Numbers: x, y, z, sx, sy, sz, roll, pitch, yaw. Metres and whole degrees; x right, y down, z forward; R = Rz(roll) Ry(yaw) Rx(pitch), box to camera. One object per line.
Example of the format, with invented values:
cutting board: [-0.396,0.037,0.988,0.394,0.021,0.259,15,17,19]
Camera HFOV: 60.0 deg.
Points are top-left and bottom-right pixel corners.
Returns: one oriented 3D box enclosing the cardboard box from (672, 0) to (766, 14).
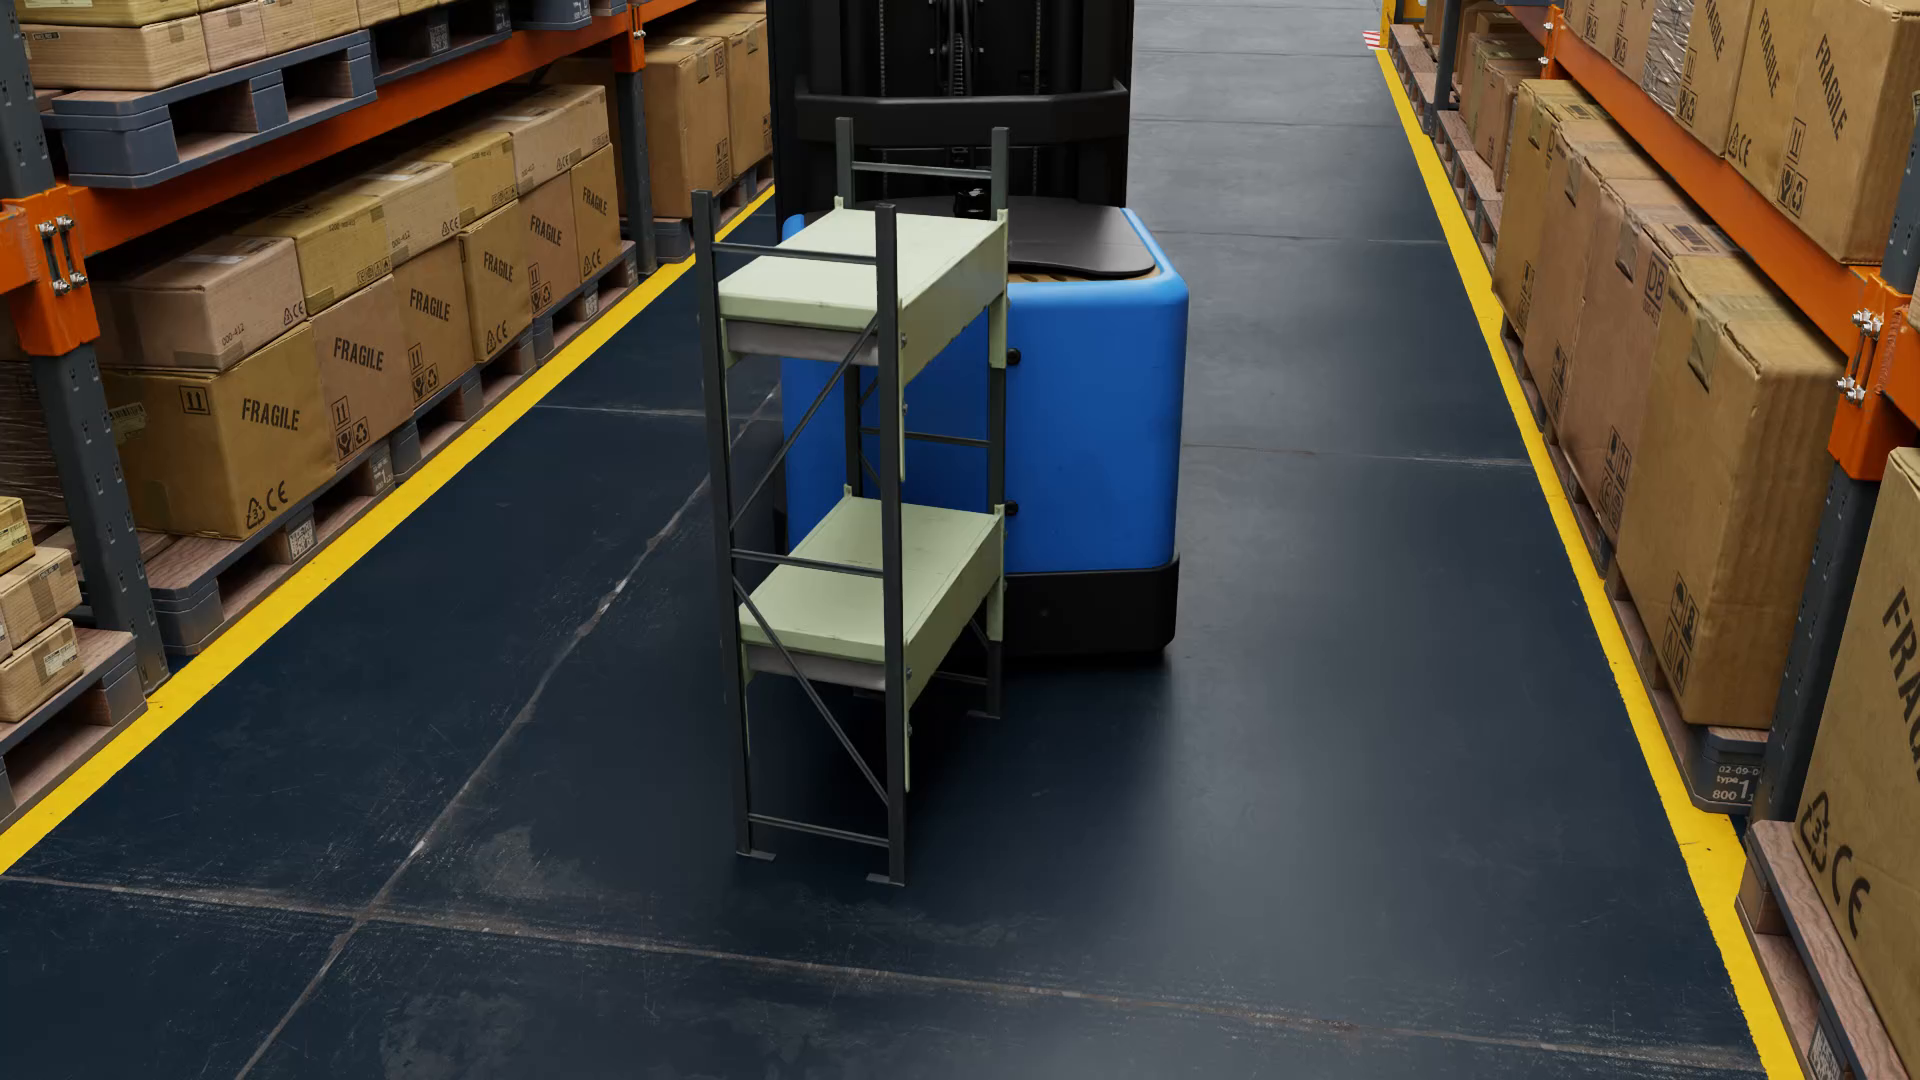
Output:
cardboard box: [-1.483,-2.844,9.947,1.050,0.750,0.750,4,25,9]

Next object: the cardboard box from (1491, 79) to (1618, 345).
cardboard box: [2.781,-1.224,6.337,1.225,0.875,0.875,3,25,6]

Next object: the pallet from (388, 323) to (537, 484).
pallet: [-2.293,-0.571,6.220,1.003,0.211,1.213,4,25,9]

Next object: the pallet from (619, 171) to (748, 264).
pallet: [-1.759,-1.731,8.698,1.003,0.211,1.213,4,25,9]

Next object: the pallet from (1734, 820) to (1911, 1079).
pallet: [2.059,0.965,2.939,1.003,0.211,1.213,4,25,9]

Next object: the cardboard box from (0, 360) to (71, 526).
cardboard box: [-2.744,-0.381,4.979,0.500,0.500,0.500,4,25,8]

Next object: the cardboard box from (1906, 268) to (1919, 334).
cardboard box: [1.884,-0.396,2.854,0.380,0.149,0.250,4,25,9]

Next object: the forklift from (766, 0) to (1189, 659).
forklift: [-0.049,-1.591,5.191,1.130,2.935,3.031,-2,25,-4]

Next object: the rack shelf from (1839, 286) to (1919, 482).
rack shelf: [1.934,0.552,1.381,1.077,0.370,4.000,4,25,9]

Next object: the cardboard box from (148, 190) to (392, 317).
cardboard box: [-2.150,-0.907,5.219,0.500,0.250,0.500,5,25,10]

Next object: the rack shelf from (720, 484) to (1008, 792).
rack shelf: [-0.197,0.199,3.825,0.431,0.370,0.720,8,26,16]

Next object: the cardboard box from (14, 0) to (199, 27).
cardboard box: [-2.098,-1.340,4.025,0.380,0.149,0.250,4,25,9]

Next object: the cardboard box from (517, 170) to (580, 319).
cardboard box: [-1.901,-1.217,6.765,0.500,0.500,0.500,5,26,11]

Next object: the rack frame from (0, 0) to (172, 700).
rack frame: [-2.616,-0.996,3.840,1.000,3.000,0.127,4,25,9]

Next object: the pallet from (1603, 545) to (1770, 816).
pallet: [2.312,0.325,4.307,1.003,0.211,1.213,4,25,9]

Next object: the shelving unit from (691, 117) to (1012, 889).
shelving unit: [-0.197,-0.096,3.687,0.431,1.500,0.755,8,26,16]

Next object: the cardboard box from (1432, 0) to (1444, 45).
cardboard box: [4.039,-4.175,13.084,0.500,0.500,0.500,11,27,22]

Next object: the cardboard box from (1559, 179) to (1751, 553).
cardboard box: [2.491,-0.481,4.750,1.225,0.875,0.875,3,25,7]

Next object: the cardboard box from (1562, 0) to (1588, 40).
cardboard box: [2.566,-2.144,6.174,0.500,0.500,0.500,5,26,10]

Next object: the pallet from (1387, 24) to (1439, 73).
pallet: [4.042,-3.997,13.540,1.003,0.211,1.213,4,25,9]

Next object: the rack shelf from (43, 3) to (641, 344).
rack shelf: [-2.289,-1.507,5.779,1.077,0.370,4.000,4,25,9]

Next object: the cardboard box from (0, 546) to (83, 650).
cardboard box: [-2.354,0.124,3.964,0.380,0.149,0.250,5,25,10]

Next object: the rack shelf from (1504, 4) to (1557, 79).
rack shelf: [3.241,-2.794,8.529,1.077,0.370,4.000,4,25,9]

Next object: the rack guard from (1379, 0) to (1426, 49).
rack guard: [4.209,-4.465,14.200,1.175,0.500,0.348,4,25,9]

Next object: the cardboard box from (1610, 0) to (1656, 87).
cardboard box: [2.404,-1.714,5.255,0.500,0.500,0.500,4,25,8]

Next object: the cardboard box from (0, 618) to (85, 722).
cardboard box: [-2.344,0.292,3.954,0.380,0.149,0.250,4,25,9]

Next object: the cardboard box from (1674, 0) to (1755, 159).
cardboard box: [2.234,-1.296,4.362,0.500,0.500,0.500,4,25,8]

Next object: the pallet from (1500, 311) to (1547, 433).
pallet: [2.711,-0.696,6.487,1.003,0.211,1.213,4,25,9]

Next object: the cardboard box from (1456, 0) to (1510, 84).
cardboard box: [3.759,-3.419,11.469,0.500,0.500,0.500,13,28,25]

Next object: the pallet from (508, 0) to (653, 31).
pallet: [-1.974,-2.277,6.802,1.213,0.211,1.003,4,25,9]

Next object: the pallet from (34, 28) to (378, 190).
pallet: [-2.348,-1.219,4.542,1.003,0.211,1.213,4,25,9]

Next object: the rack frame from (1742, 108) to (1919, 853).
rack frame: [2.261,-0.610,3.015,1.000,3.000,0.127,4,25,9]

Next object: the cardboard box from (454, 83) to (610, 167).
cardboard box: [-1.816,-1.763,7.046,0.500,0.250,0.500,3,25,7]

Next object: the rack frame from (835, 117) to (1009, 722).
rack frame: [-0.086,-0.244,4.003,0.400,1.500,0.023,8,26,16]

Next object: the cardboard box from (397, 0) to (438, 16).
cardboard box: [-1.890,-1.752,5.256,0.380,0.149,0.250,4,25,8]

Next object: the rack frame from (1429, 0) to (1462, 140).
rack frame: [3.568,-3.956,10.164,1.000,3.000,0.127,4,25,9]

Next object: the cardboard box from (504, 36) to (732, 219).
cardboard box: [-1.774,-2.089,8.333,1.050,0.750,0.750,4,25,8]

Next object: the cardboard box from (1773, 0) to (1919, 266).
cardboard box: [2.068,-0.870,3.453,0.500,0.500,0.500,4,25,9]

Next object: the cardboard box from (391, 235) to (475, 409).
cardboard box: [-2.077,-0.786,5.845,0.500,0.500,0.500,4,25,9]

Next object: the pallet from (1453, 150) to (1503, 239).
pallet: [3.245,-1.856,8.966,1.003,0.211,1.213,4,25,9]

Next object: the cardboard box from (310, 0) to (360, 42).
cardboard box: [-1.972,-1.531,4.784,0.380,0.149,0.250,4,25,9]

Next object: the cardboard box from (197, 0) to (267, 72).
cardboard box: [-2.058,-1.322,4.337,0.380,0.149,0.250,4,25,9]

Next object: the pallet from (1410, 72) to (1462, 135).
pallet: [3.643,-2.977,11.360,1.003,0.211,1.213,4,25,9]

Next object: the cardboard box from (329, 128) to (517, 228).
cardboard box: [-1.986,-1.339,6.141,0.500,0.250,0.500,5,25,10]

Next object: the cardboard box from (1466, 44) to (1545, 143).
cardboard box: [3.350,-2.570,9.631,0.700,0.500,0.500,4,25,8]

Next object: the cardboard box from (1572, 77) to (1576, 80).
cardboard box: [2.994,-1.972,7.470,0.500,0.250,0.500,5,26,11]

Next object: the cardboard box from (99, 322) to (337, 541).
cardboard box: [-2.234,-0.345,4.902,0.500,0.500,0.500,5,26,11]

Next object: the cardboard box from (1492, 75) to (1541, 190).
cardboard box: [3.168,-2.102,8.633,0.700,0.500,0.500,6,26,13]
